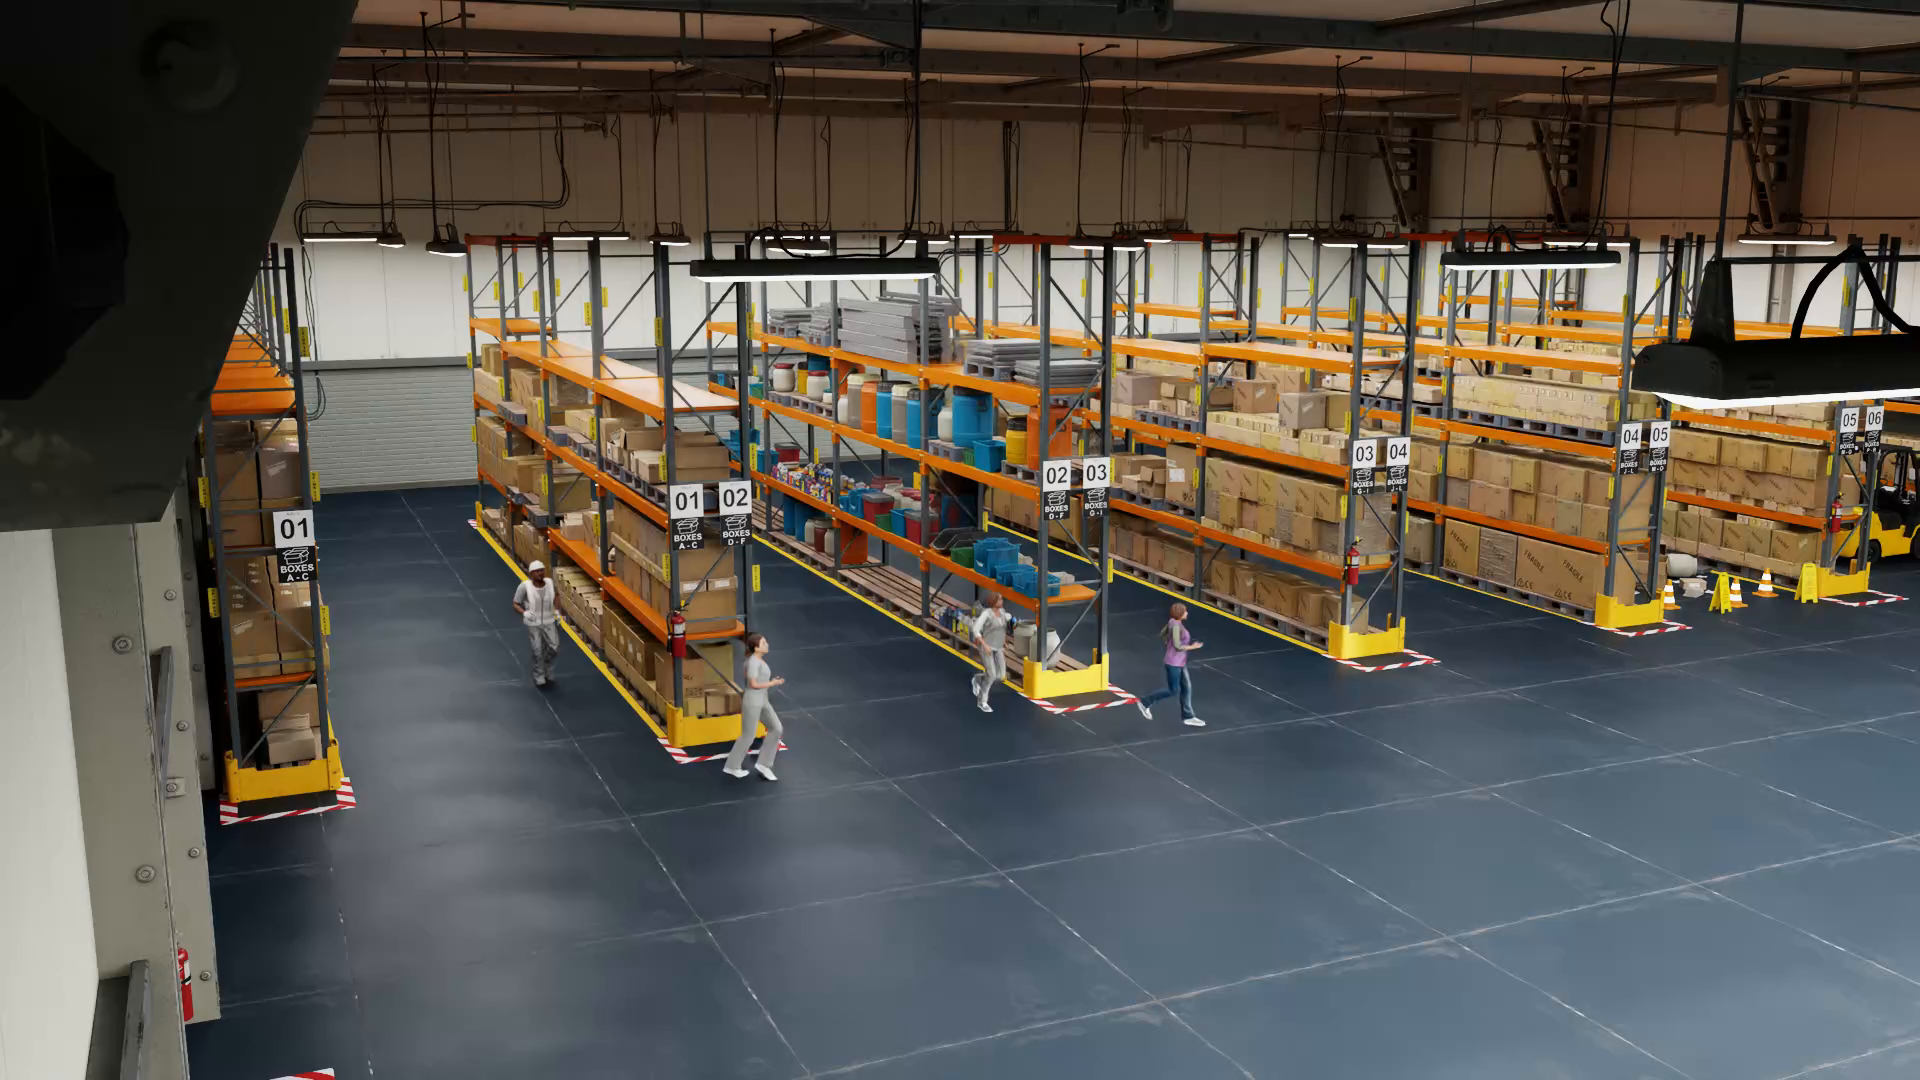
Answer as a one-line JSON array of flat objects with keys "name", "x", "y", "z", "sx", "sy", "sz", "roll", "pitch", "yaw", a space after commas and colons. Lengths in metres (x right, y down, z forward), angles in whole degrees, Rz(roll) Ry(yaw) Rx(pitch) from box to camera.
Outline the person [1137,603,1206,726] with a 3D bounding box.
[{"name": "person", "x": 2.670, "y": 1.551, "z": 20.854, "sx": 0.862, "sy": 1.574, "sz": 0.543, "roll": 2, "pitch": 11, "yaw": 10}]

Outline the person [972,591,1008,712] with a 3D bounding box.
[{"name": "person", "x": 0.386, "y": 1.432, "z": 21.772, "sx": 0.506, "sy": 1.546, "sz": 0.592, "roll": 10, "pitch": 15, "yaw": 43}]

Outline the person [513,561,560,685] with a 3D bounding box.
[{"name": "person", "x": -5.706, "y": 1.142, "z": 22.621, "sx": 0.683, "sy": 1.740, "sz": 0.587, "roll": -6, "pitch": 12, "yaw": -28}]

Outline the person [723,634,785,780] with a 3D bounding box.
[{"name": "person", "x": -2.334, "y": 1.906, "z": 18.986, "sx": 0.724, "sy": 1.709, "sz": 0.567, "roll": 1, "pitch": 11, "yaw": 6}]
